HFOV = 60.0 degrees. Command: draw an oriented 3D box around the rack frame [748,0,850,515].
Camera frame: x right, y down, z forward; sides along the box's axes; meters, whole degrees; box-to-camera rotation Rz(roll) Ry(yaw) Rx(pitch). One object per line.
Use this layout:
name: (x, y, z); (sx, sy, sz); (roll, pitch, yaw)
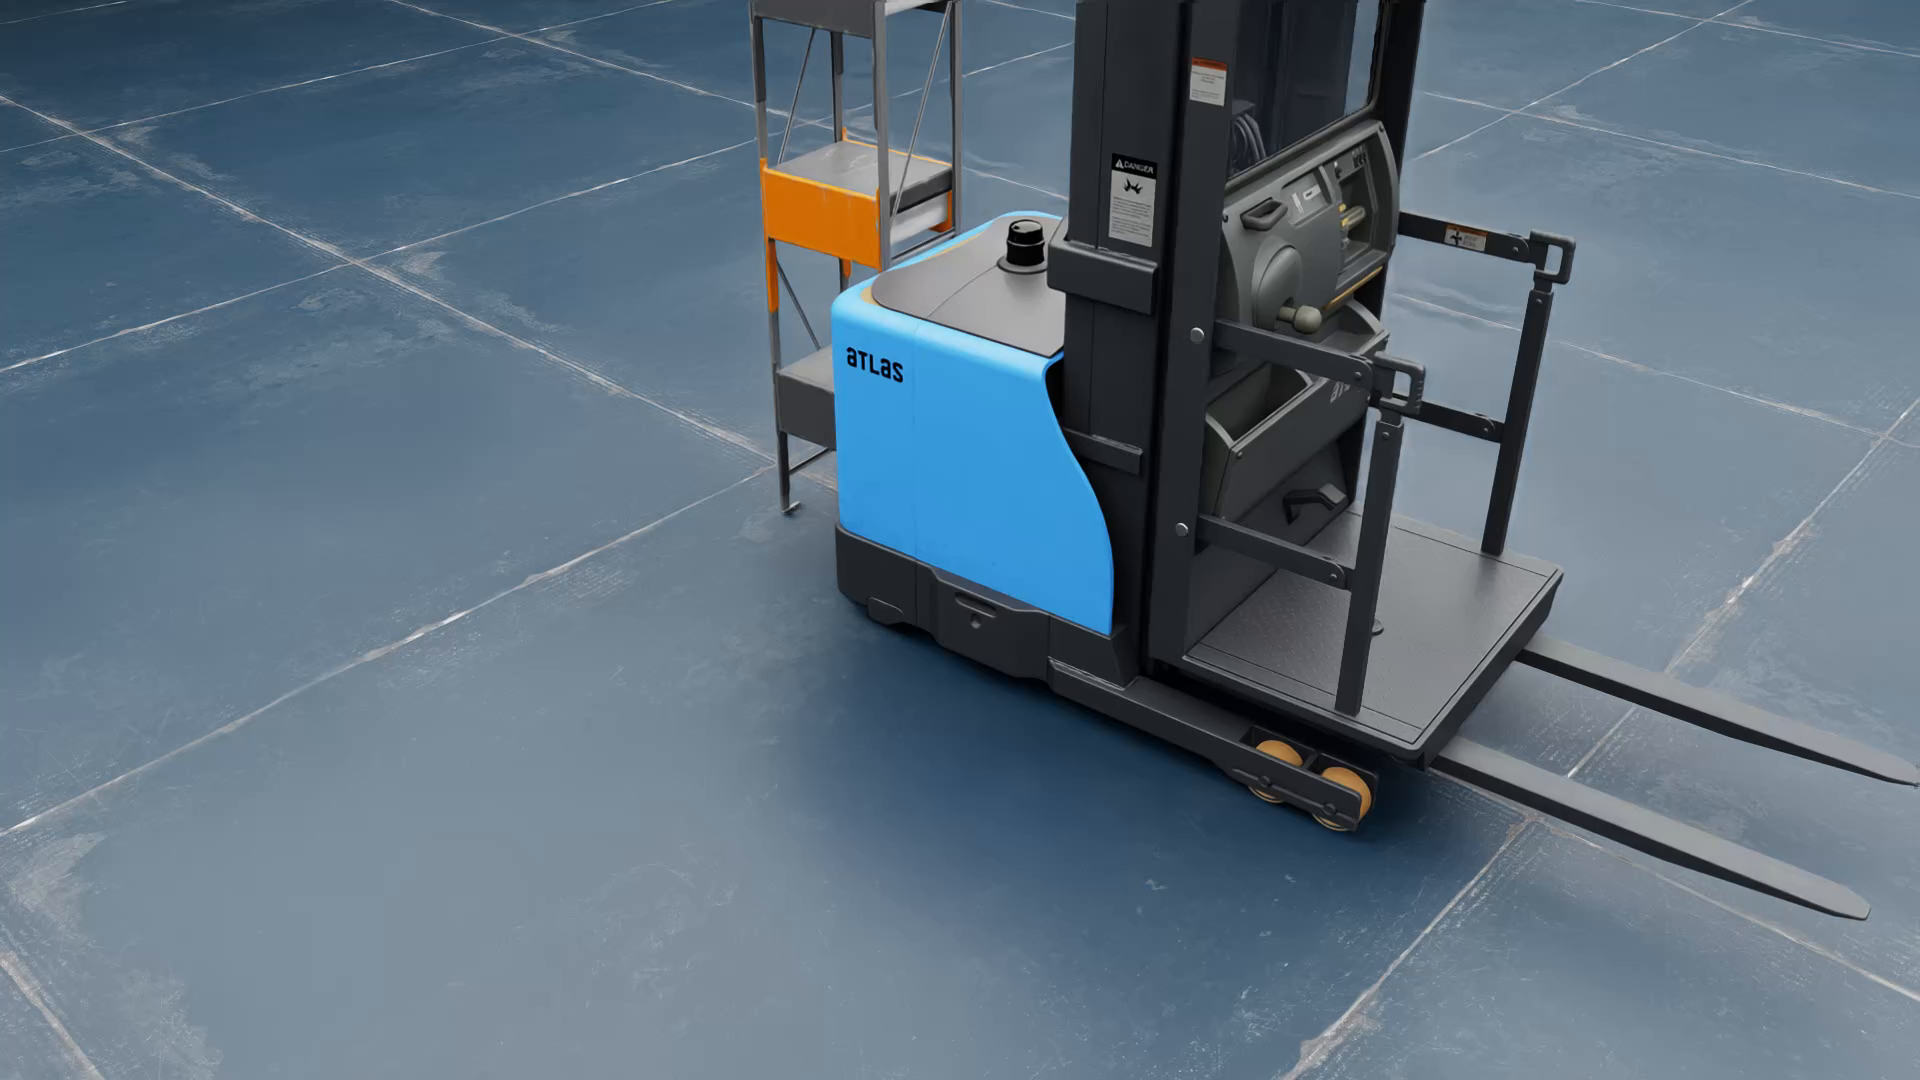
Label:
rack frame: (-0.510, -1.074, 5.498); (0.015, 2.100, 0.400); (21, 37, 31)

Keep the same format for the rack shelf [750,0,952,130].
rack shelf: (-0.315, -1.586, 5.019); (0.480, 0.518, 0.431); (21, 37, 31)

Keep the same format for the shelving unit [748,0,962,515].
shelving unit: (-0.315, -0.998, 5.373); (0.503, 2.100, 0.431); (21, 37, 31)

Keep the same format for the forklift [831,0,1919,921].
forklift: (1.088, -0.789, 4.220); (3.031, 2.935, 1.130); (21, 37, 31)

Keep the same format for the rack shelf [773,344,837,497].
rack shelf: (-0.315, -0.387, 5.741); (0.480, 0.518, 0.431); (21, 37, 31)

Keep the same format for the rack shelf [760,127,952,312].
rack shelf: (-0.315, -0.987, 5.380); (0.480, 0.518, 0.431); (21, 37, 31)

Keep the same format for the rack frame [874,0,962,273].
rack frame: (-0.119, -0.923, 5.248); (0.015, 2.100, 0.400); (21, 37, 31)
